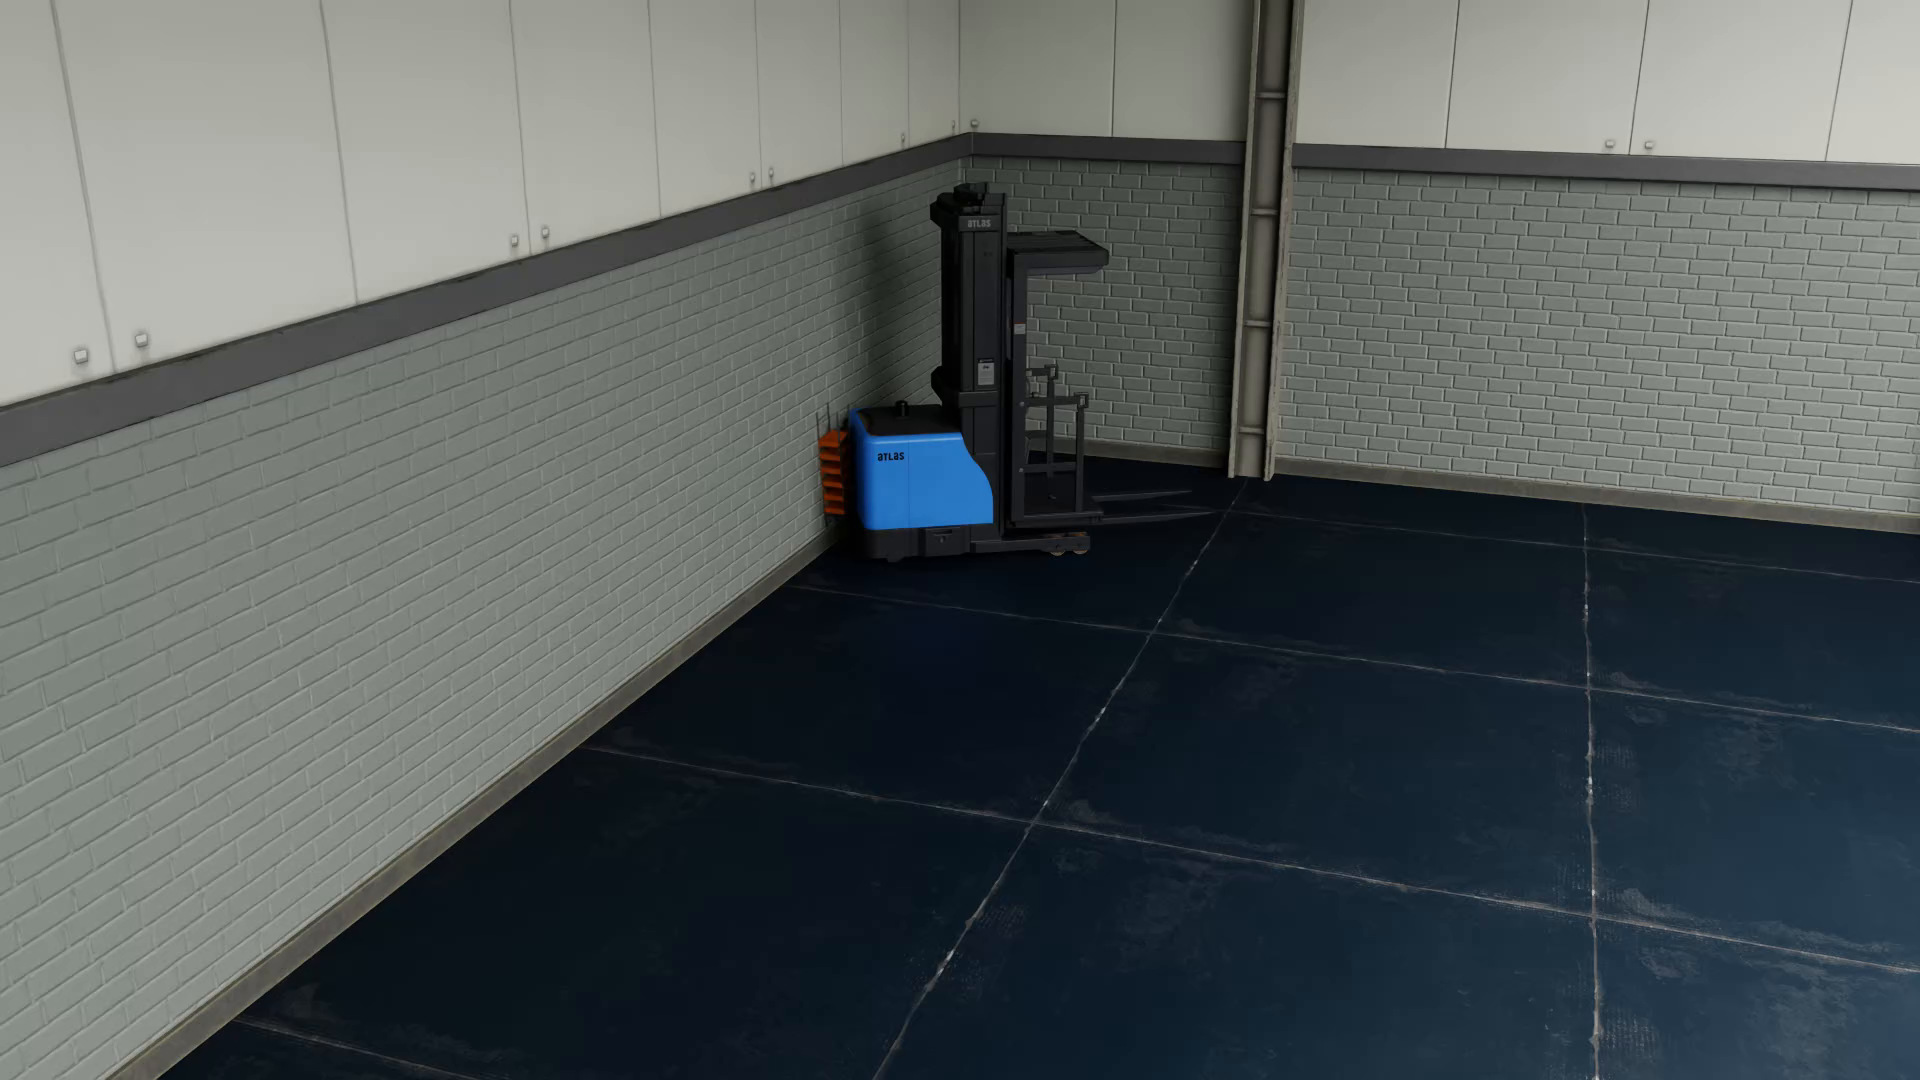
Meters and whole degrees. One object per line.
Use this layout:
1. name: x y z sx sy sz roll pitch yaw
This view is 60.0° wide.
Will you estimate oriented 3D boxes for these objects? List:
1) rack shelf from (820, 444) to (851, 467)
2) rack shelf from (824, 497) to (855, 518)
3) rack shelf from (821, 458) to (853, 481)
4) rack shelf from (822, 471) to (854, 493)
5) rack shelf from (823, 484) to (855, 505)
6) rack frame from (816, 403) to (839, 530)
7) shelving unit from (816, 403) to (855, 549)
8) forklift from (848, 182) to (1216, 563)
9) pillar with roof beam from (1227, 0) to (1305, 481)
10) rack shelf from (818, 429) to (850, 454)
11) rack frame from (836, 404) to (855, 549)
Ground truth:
1. rack shelf: -1.016 -0.700 13.645 0.180 0.103 0.258 7 28 19
2. rack shelf: -0.993 -0.268 13.854 0.180 0.103 0.258 7 28 19
3. rack shelf: -1.010 -0.592 13.697 0.180 0.103 0.258 7 28 19
4. rack shelf: -1.004 -0.484 13.749 0.180 0.103 0.258 7 28 19
5. rack shelf: -0.998 -0.376 13.802 0.180 0.103 0.258 7 28 19
6. rack frame: -1.092 -0.534 13.760 0.006 1.200 0.240 7 28 19
7. shelving unit: -1.006 -0.524 13.730 0.189 1.200 0.258 7 28 19
8. forklift: 0.617 -1.423 13.707 3.031 2.935 1.130 -4 20 -10
9. pillar with roof beam: 1.363 -3.534 10.545 0.400 9.000 9.100 7 20 18
10. rack shelf: -1.021 -0.807 13.592 0.180 0.103 0.258 7 28 19
11. rack frame: -0.920 -0.514 13.700 0.006 1.200 0.240 7 28 19
